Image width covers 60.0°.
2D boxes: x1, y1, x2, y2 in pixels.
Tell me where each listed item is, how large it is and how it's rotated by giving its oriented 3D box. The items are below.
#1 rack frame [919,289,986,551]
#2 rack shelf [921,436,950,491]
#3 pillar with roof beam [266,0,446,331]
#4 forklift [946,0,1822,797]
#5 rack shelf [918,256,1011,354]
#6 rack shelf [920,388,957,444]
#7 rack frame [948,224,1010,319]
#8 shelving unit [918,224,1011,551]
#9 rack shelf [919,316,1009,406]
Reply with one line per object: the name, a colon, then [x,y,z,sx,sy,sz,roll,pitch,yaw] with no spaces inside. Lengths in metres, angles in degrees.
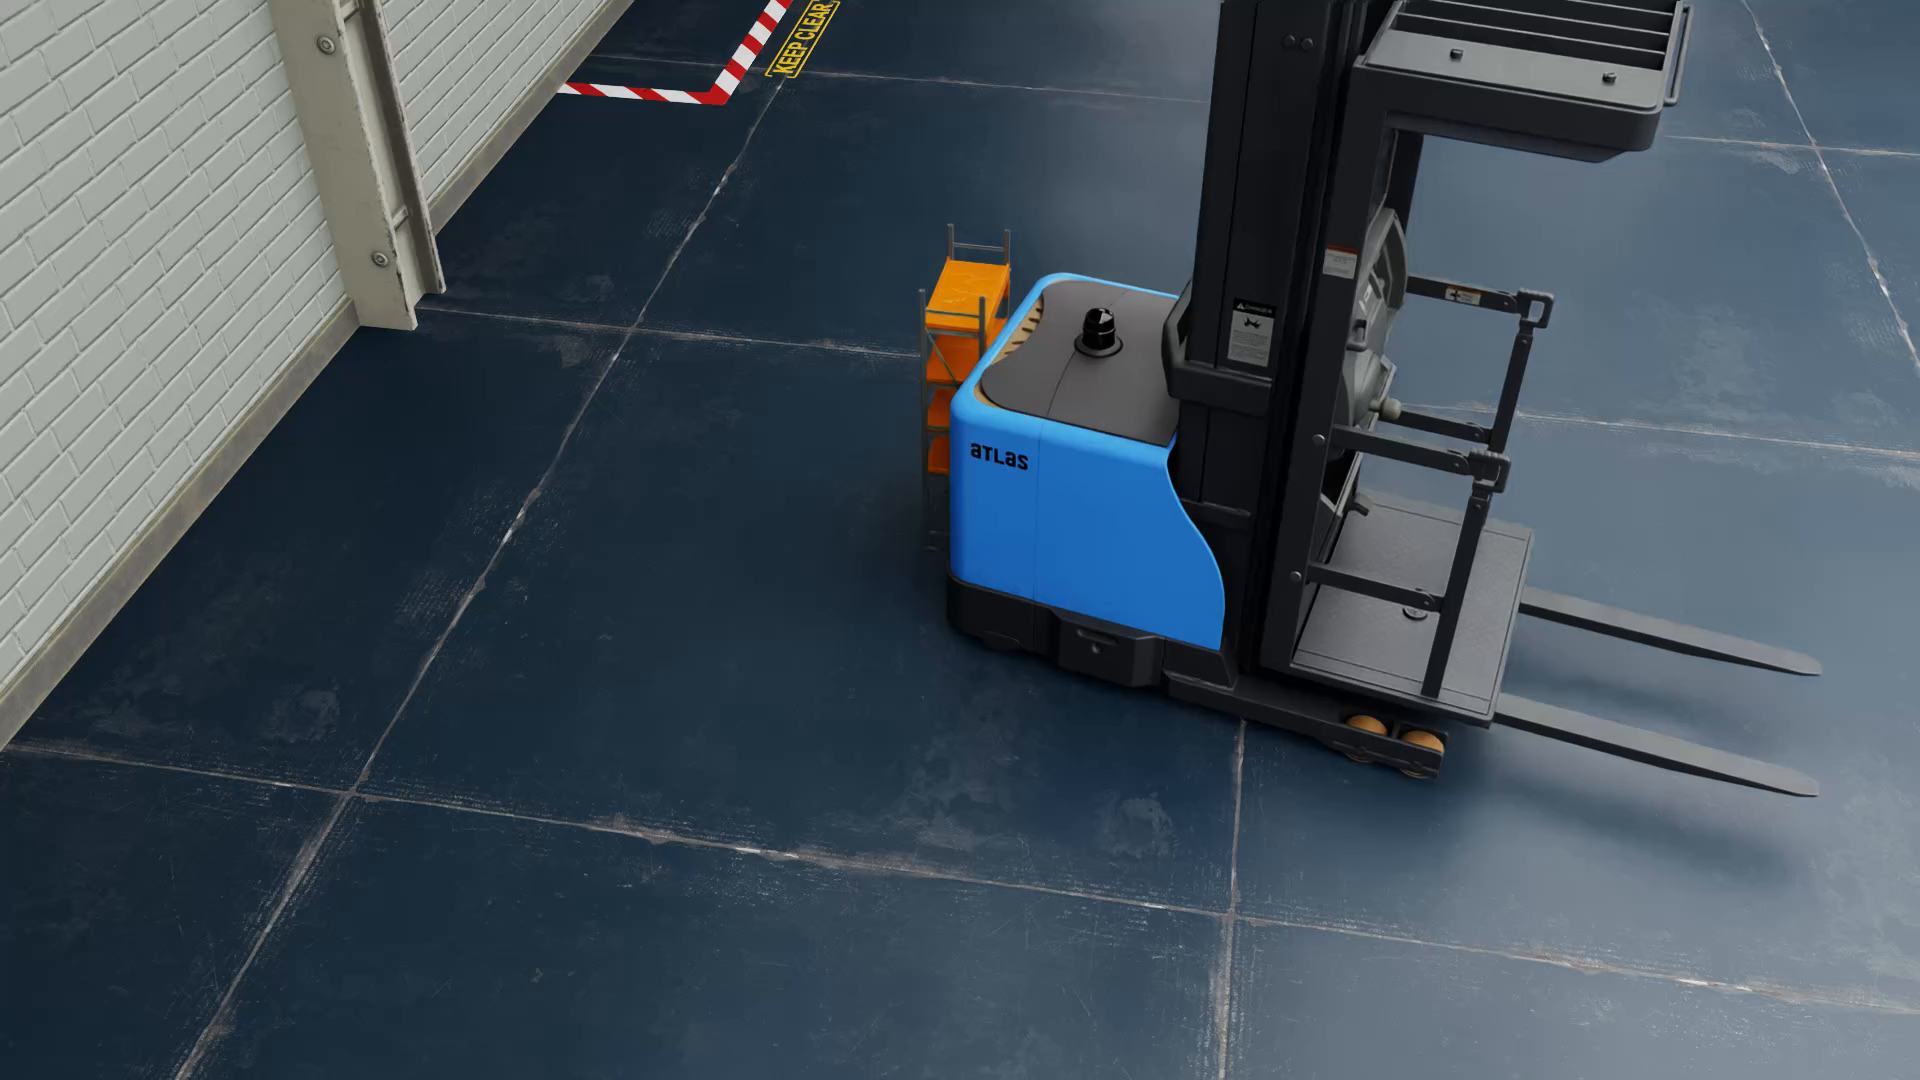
rack frame: [-0.028,-0.416,6.311,0.240,1.200,0.015,8,40,9]
rack shelf: [0.022,-0.363,6.665,0.258,0.148,0.480,8,40,9]
pillar with roof beam: [1.504,-4.138,4.693,9.100,9.000,0.400,6,40,8]
forklift: [1.516,-0.693,5.288,3.031,2.935,1.130,15,42,17]
rack shelf: [0.022,-0.871,6.245,0.258,0.148,0.480,8,40,9]
rack shelf: [0.022,-0.516,6.538,0.258,0.148,0.480,8,40,9]
rack frame: [0.071,-0.720,6.680,0.240,1.200,0.015,8,40,9]
shelving unit: [0.022,-0.568,6.495,0.258,1.200,0.503,8,40,9]
rack shelf: [0.022,-0.689,6.396,0.258,0.148,0.480,8,40,9]
